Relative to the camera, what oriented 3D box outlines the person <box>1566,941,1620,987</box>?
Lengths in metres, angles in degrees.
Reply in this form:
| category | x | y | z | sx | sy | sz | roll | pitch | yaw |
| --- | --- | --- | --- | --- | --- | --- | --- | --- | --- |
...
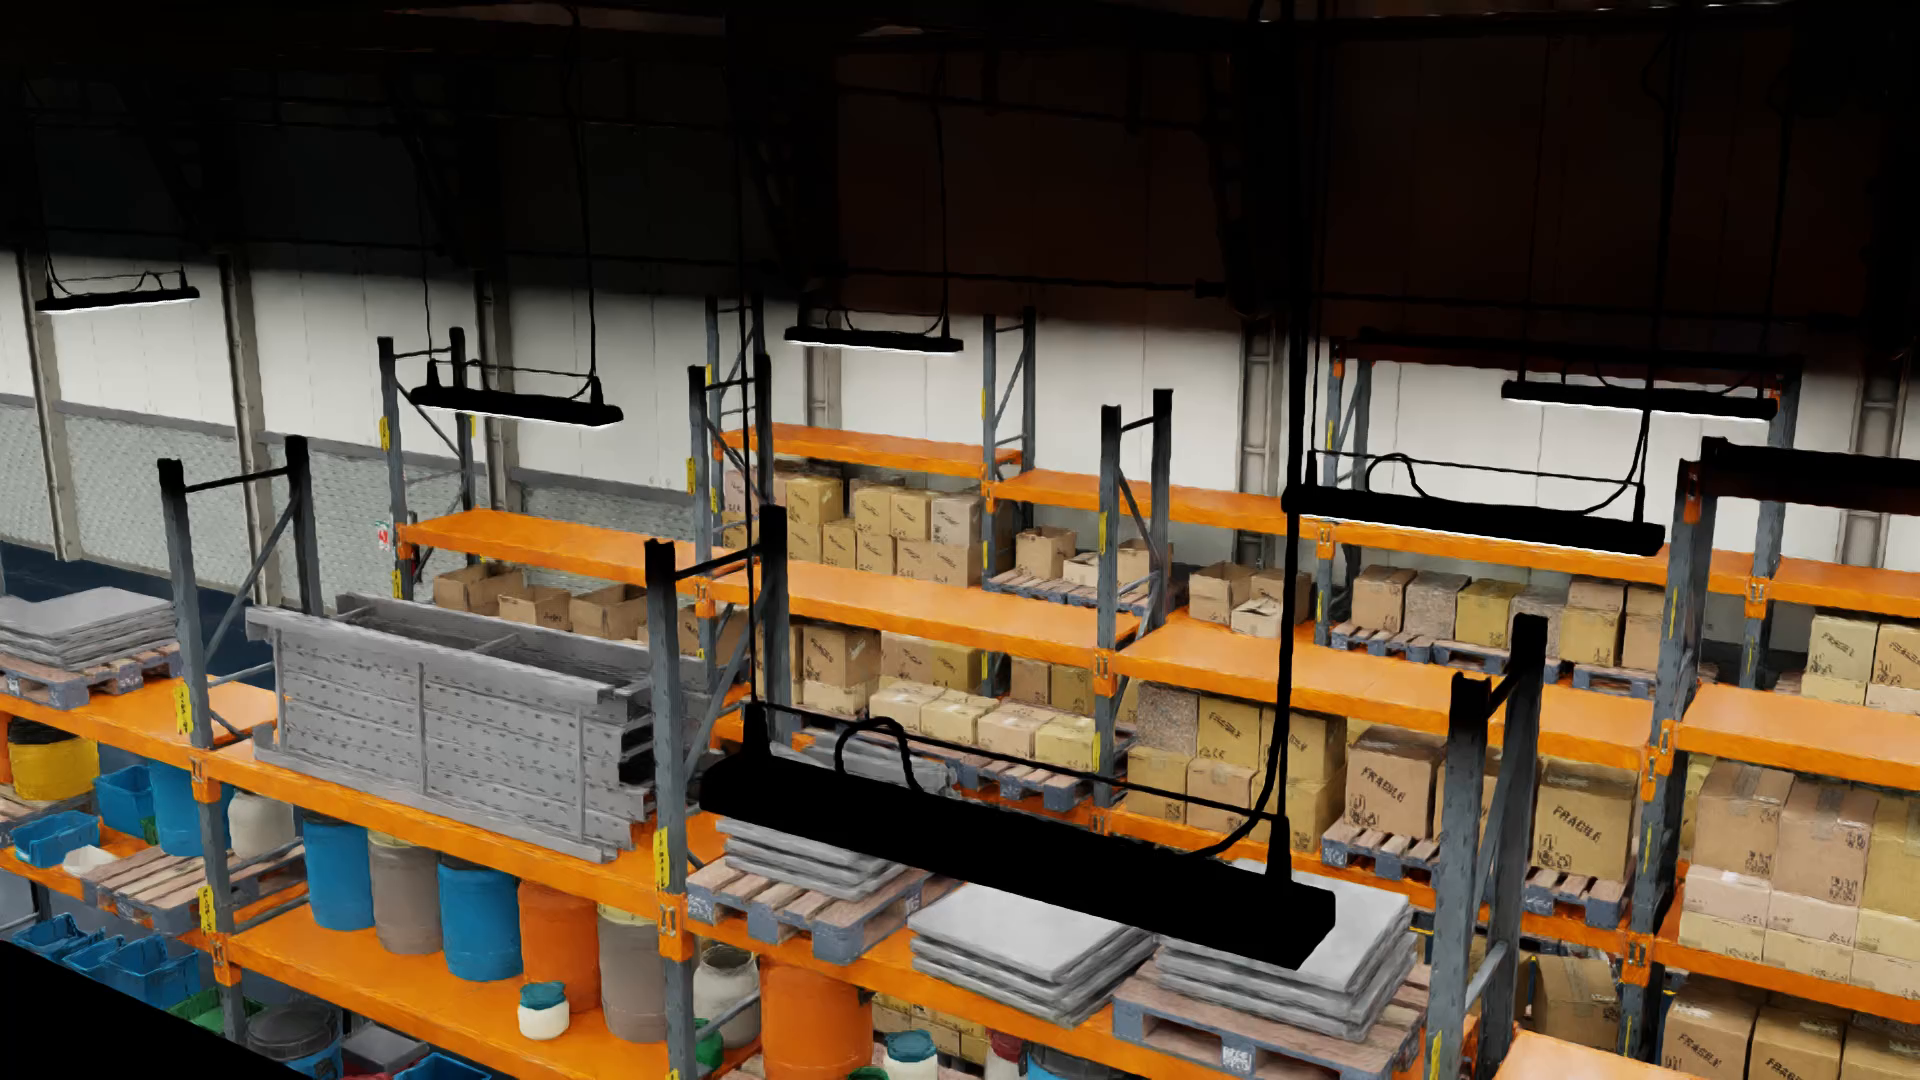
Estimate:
| category | x | y | z | sx | sy | sz | roll | pitch | yaw |
| --- | --- | --- | --- | --- | --- | --- | --- | --- | --- |
| person | 5.387 | 3.762 | 14.419 | 1.044 | 1.734 | 0.567 | 8 | 16 | 30 |
